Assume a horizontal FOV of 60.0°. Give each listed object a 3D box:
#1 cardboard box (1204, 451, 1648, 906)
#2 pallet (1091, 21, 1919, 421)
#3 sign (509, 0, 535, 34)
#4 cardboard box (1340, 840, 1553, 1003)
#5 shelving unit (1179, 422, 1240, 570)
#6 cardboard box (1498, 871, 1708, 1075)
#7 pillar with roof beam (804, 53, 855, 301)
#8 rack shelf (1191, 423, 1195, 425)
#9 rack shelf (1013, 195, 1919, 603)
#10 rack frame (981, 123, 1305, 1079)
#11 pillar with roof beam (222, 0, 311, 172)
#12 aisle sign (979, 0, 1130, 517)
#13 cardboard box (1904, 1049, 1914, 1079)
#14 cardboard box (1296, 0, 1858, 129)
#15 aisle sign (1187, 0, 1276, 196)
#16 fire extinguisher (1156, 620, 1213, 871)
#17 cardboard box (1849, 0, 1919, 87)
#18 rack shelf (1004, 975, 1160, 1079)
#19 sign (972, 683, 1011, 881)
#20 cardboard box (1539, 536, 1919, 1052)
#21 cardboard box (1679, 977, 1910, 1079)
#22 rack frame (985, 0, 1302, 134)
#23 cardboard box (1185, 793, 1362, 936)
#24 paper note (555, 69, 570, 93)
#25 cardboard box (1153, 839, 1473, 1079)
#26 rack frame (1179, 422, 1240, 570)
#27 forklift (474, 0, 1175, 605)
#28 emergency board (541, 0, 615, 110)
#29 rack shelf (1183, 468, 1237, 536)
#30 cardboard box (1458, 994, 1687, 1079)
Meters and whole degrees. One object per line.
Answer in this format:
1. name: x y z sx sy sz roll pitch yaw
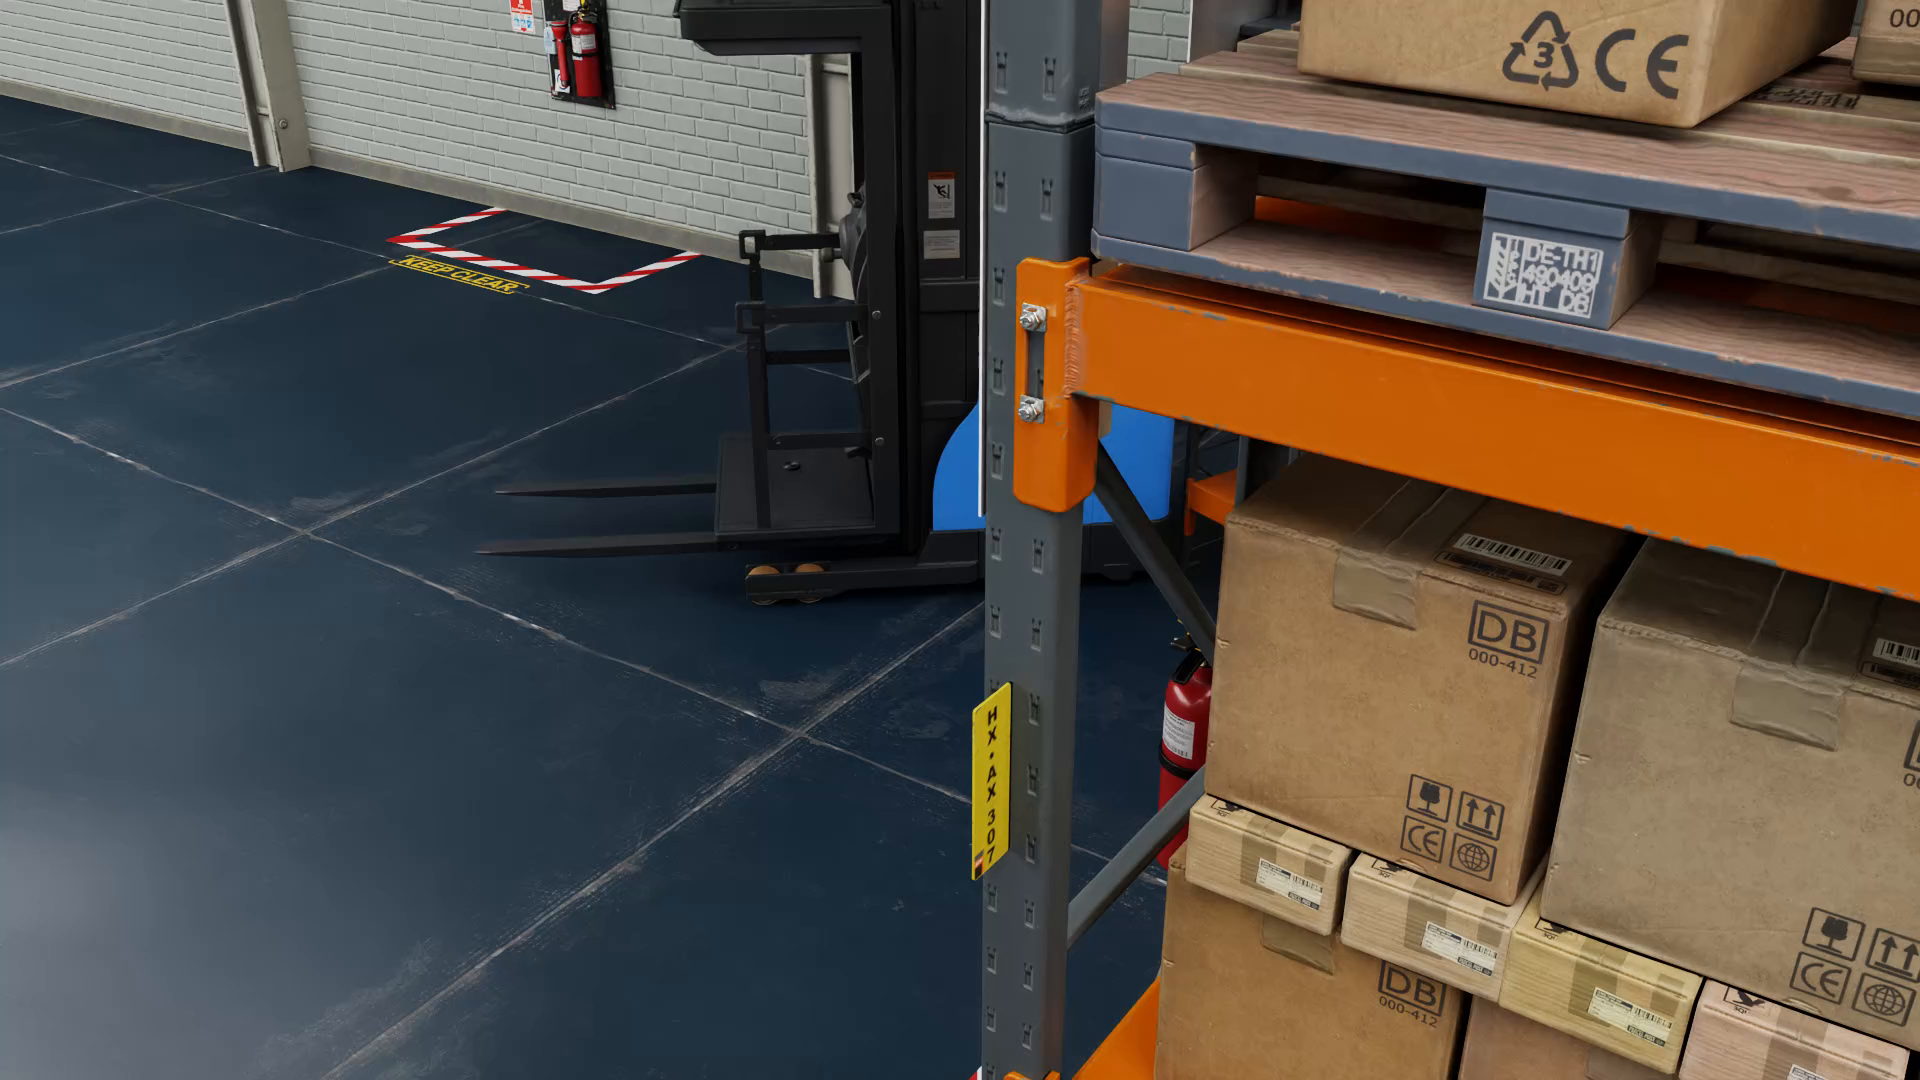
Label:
1. cardboard box: 0.790 0.117 2.672 0.500 0.500 0.700 17 32 30
2. pallet: 0.937 -0.505 2.225 1.213 0.211 1.003 17 32 30
3. sign: -3.121 -3.781 11.833 0.234 0.329 0.001 17 32 30
4. cardboard box: 0.789 0.516 2.604 0.250 0.149 0.380 16 31 29
5. shelving unit: 1.493 -0.249 6.999 0.538 1.125 1.048 -18 32 -31
6. cardboard box: 0.994 0.580 2.477 0.250 0.149 0.380 17 32 31
7. pillar with roof beam: -3.146 -4.000 5.688 0.400 9.000 9.100 17 32 30
8. rack shelf: 1.493 -0.510 6.867 0.538 0.278 1.000 -18 32 -31
9. rack shelf: 2.017 0.099 1.735 4.000 0.370 1.077 17 32 30
10. rack frame: 0.369 0.601 3.261 0.127 3.000 1.000 17 32 30
11. pillar with roof beam: -8.092 -5.541 8.716 0.400 9.000 9.100 17 32 30
12. aisle sign: 0.141 -0.459 2.479 0.004 0.787 0.394 17 32 30
13. cardboard box: 1.588 0.944 2.477 0.500 0.500 0.700 18 32 31
14. cardboard box: 0.840 -0.882 2.137 0.637 0.503 0.797 20 33 34
15. aisle sign: 0.481 -0.684 2.920 0.004 0.787 0.394 17 32 30
16. fire extinguisher: 0.534 0.432 3.679 0.183 0.674 0.296 17 32 30
17. cardboard box: 1.467 -0.721 2.100 0.500 0.250 0.500 17 32 30
18. rack shelf: 2.017 1.436 2.415 4.000 0.370 1.077 17 32 30
19. sign: 0.050 0.386 2.642 0.005 0.325 0.100 17 32 30
20. cardboard box: 1.227 0.250 2.411 0.500 0.500 0.700 16 31 29
21. cardboard box: 1.201 0.646 2.348 0.250 0.149 0.380 17 31 30
22. rack frame: 0.369 -2.072 1.900 0.127 3.000 1.000 17 32 30
23. cardboard box: 0.570 0.449 2.735 0.250 0.149 0.380 17 32 30
24. paper note: -2.831 -3.263 11.827 0.142 0.148 0.016 17 32 30
25. cardboard box: 0.746 0.682 2.993 0.500 0.500 0.700 17 32 30
26. rack frame: 1.196 -0.436 7.367 0.500 1.125 0.032 -18 32 -31
27. forklift: -0.620 -1.277 7.027 3.031 2.935 1.130 -3 27 -5
28. emergency board: -2.724 -3.585 11.487 0.643 1.169 0.194 17 32 30
29. rack shelf: 1.493 -0.031 7.110 0.538 0.278 1.000 -18 32 -31
30. cardboard box: 1.182 0.815 2.732 0.500 0.500 0.700 18 32 32
